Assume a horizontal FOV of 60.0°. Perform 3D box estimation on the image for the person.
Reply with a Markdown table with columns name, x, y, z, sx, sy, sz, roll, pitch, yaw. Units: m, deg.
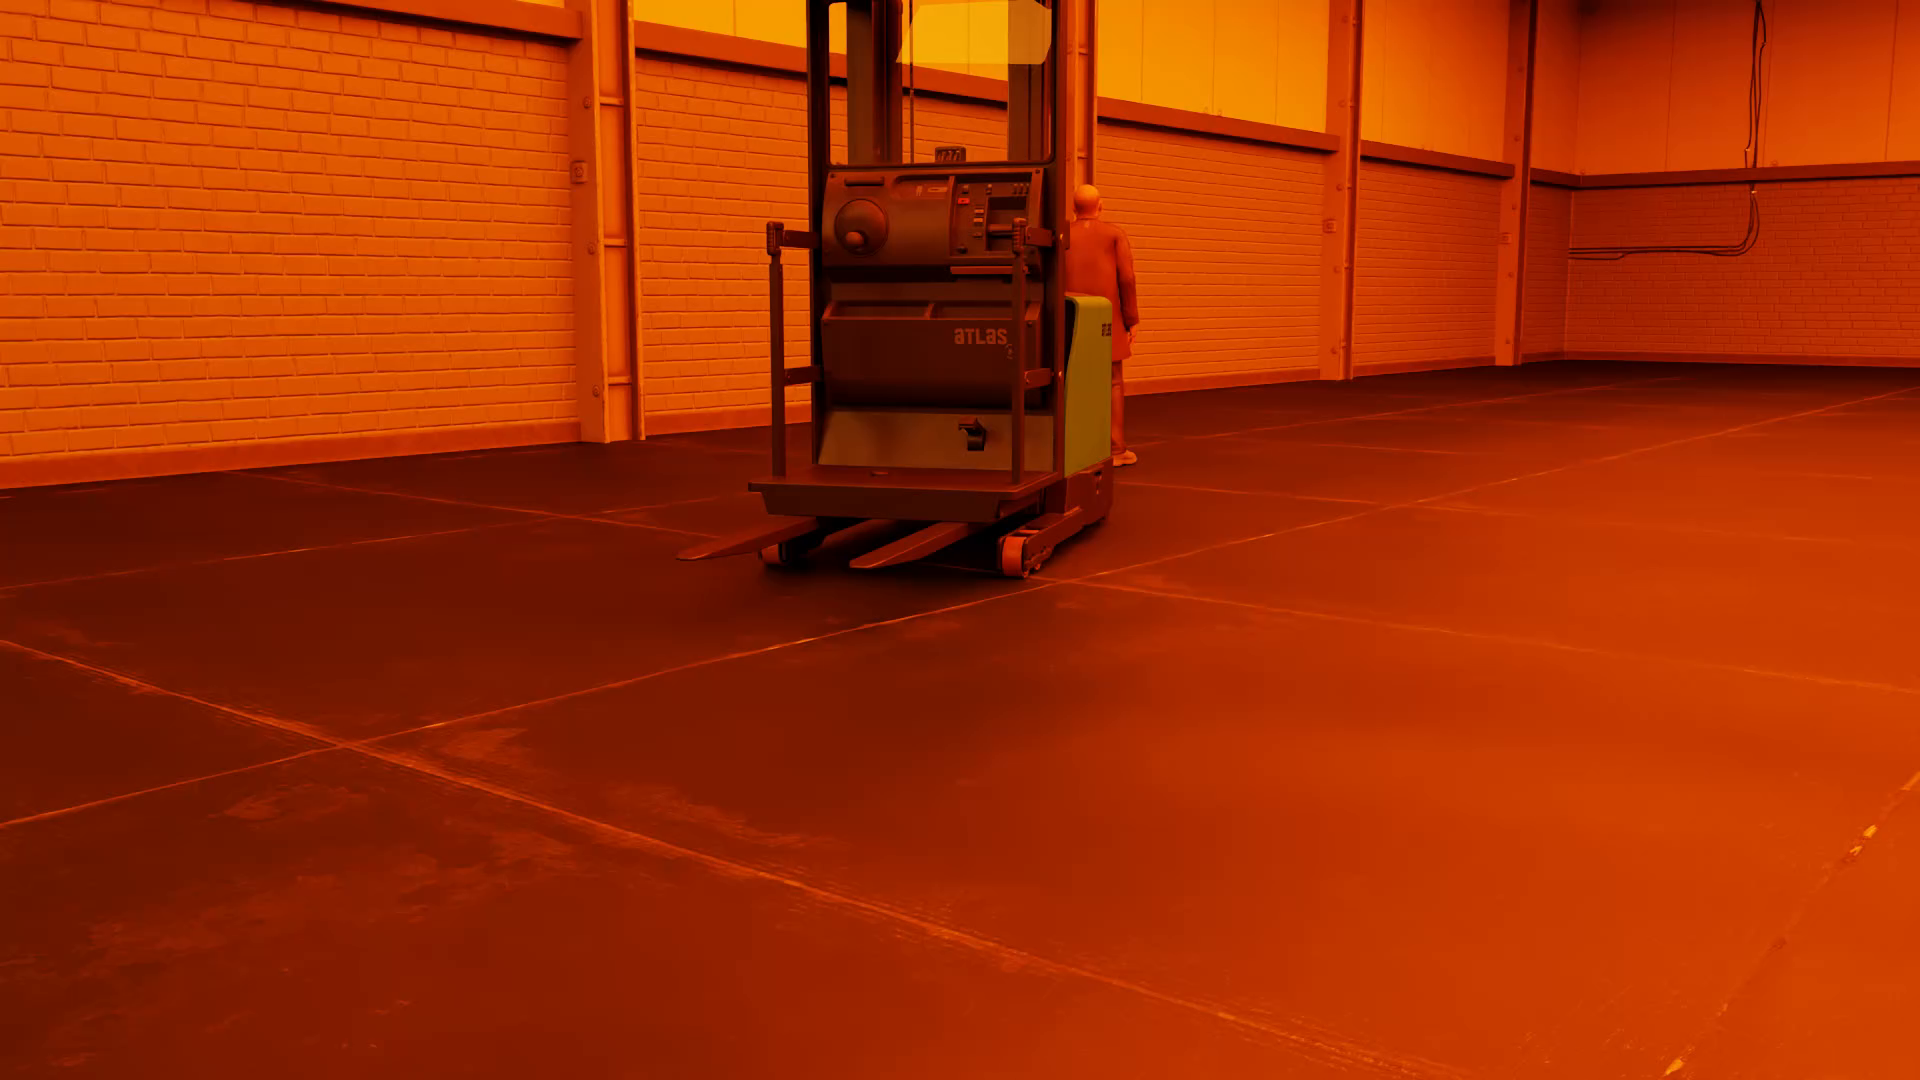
| name | x | y | z | sx | sy | sz | roll | pitch | yaw |
| --- | --- | --- | --- | --- | --- | --- | --- | --- | --- |
| person | 0.817 | -1.364 | 10.599 | 0.651 | 1.773 | 0.435 | 2 | 9 | 12 |

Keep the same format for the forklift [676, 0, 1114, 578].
| name | x | y | z | sx | sy | sz | roll | pitch | yaw |
| --- | --- | --- | --- | --- | --- | --- | --- | --- | --- |
| forklift | -0.176 | -1.366 | 6.616 | 1.130 | 2.935 | 3.031 | 3 | 9 | 17 |
